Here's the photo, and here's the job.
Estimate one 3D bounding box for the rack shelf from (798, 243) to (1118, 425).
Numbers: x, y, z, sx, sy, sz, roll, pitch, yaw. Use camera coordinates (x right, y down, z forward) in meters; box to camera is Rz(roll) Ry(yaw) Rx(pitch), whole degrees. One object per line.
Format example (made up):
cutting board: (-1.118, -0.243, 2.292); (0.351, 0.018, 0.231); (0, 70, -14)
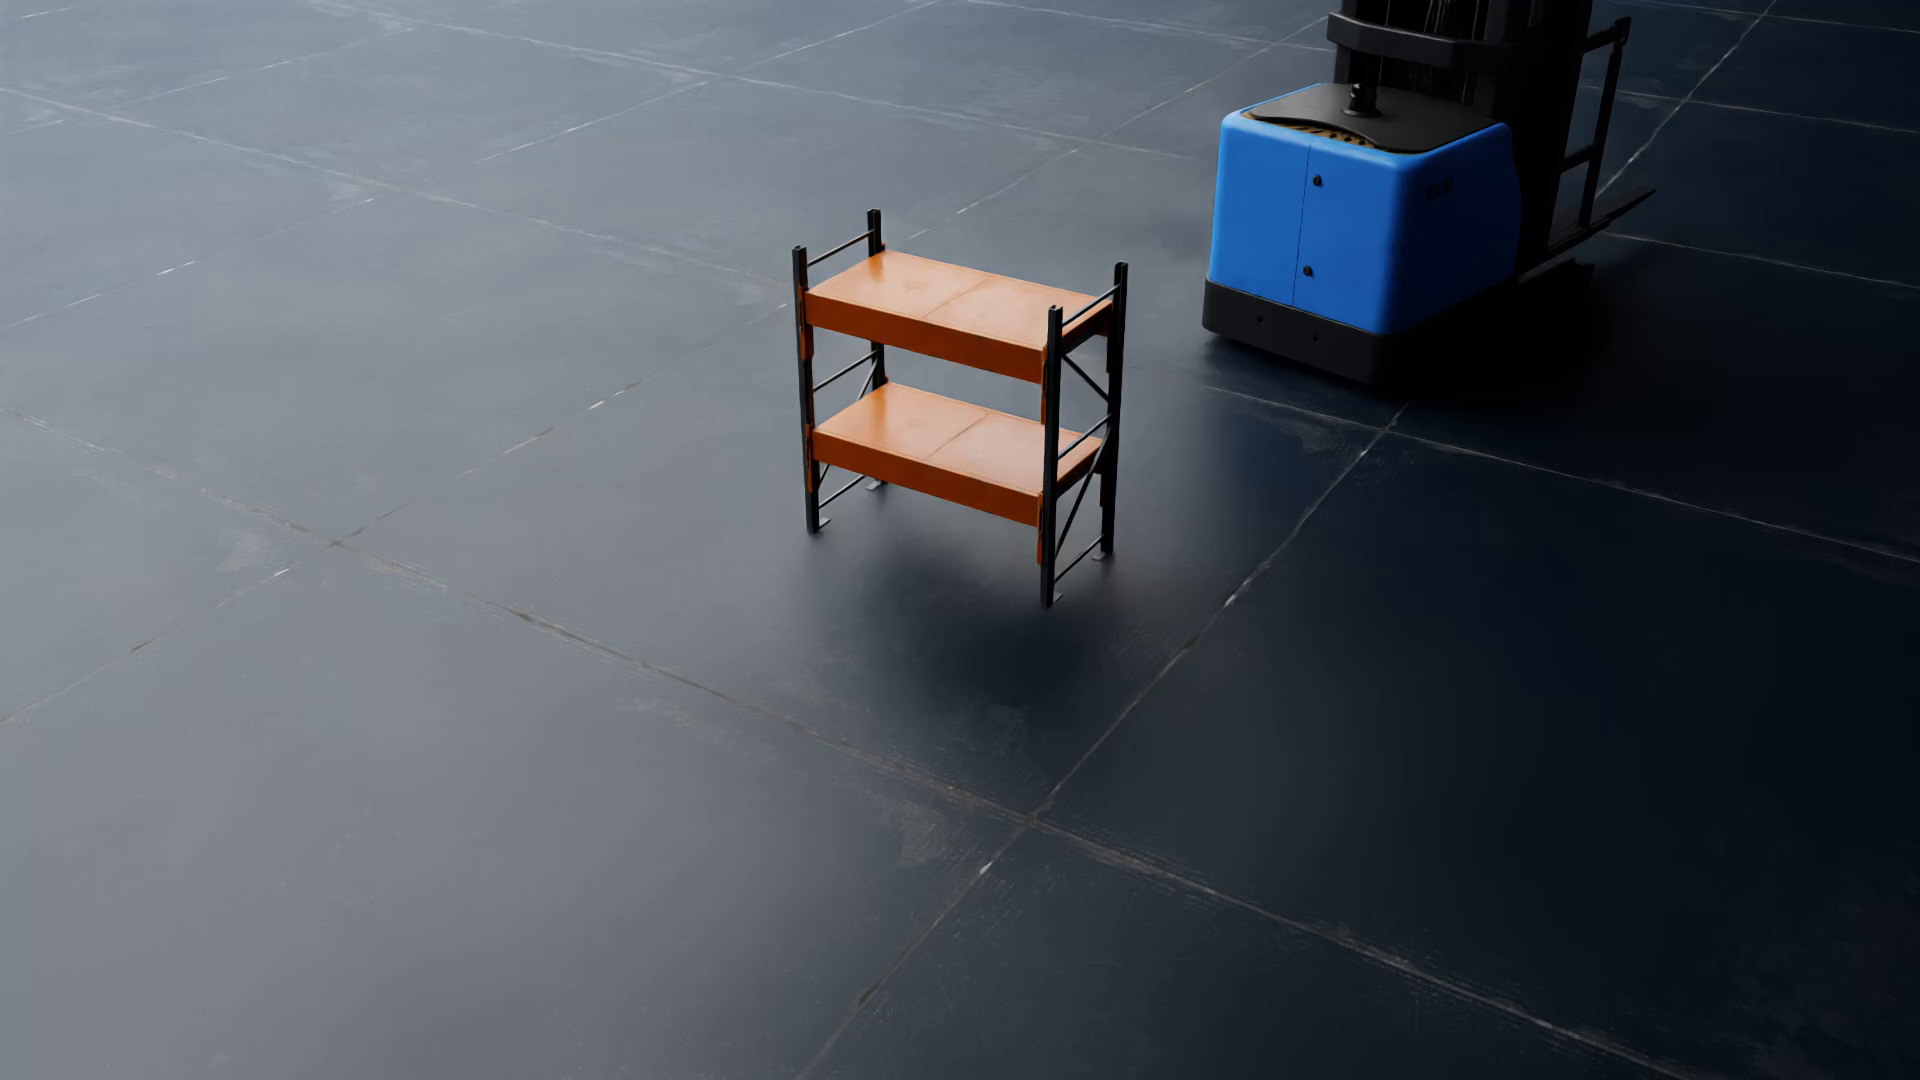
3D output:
rack shelf: (-0.006, -0.740, 5.822); (1.000, 0.278, 0.538); (18, 35, 27)

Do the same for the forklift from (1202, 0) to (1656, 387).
forklift: (2.528, -2.579, 7.762); (1.130, 2.935, 3.031); (26, 39, 37)

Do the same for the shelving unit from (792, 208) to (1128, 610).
shelving unit: (-0.006, -0.488, 5.970); (1.048, 1.125, 0.538); (18, 35, 27)

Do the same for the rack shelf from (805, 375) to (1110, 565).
rack shelf: (-0.006, -0.276, 6.093); (1.000, 0.278, 0.538); (18, 35, 27)

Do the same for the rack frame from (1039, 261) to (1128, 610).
rack frame: (0.425, -0.351, 5.736); (0.032, 1.125, 0.500); (18, 35, 27)

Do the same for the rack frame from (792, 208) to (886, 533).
rack frame: (-0.436, -0.624, 6.203); (0.032, 1.125, 0.500); (18, 35, 27)
